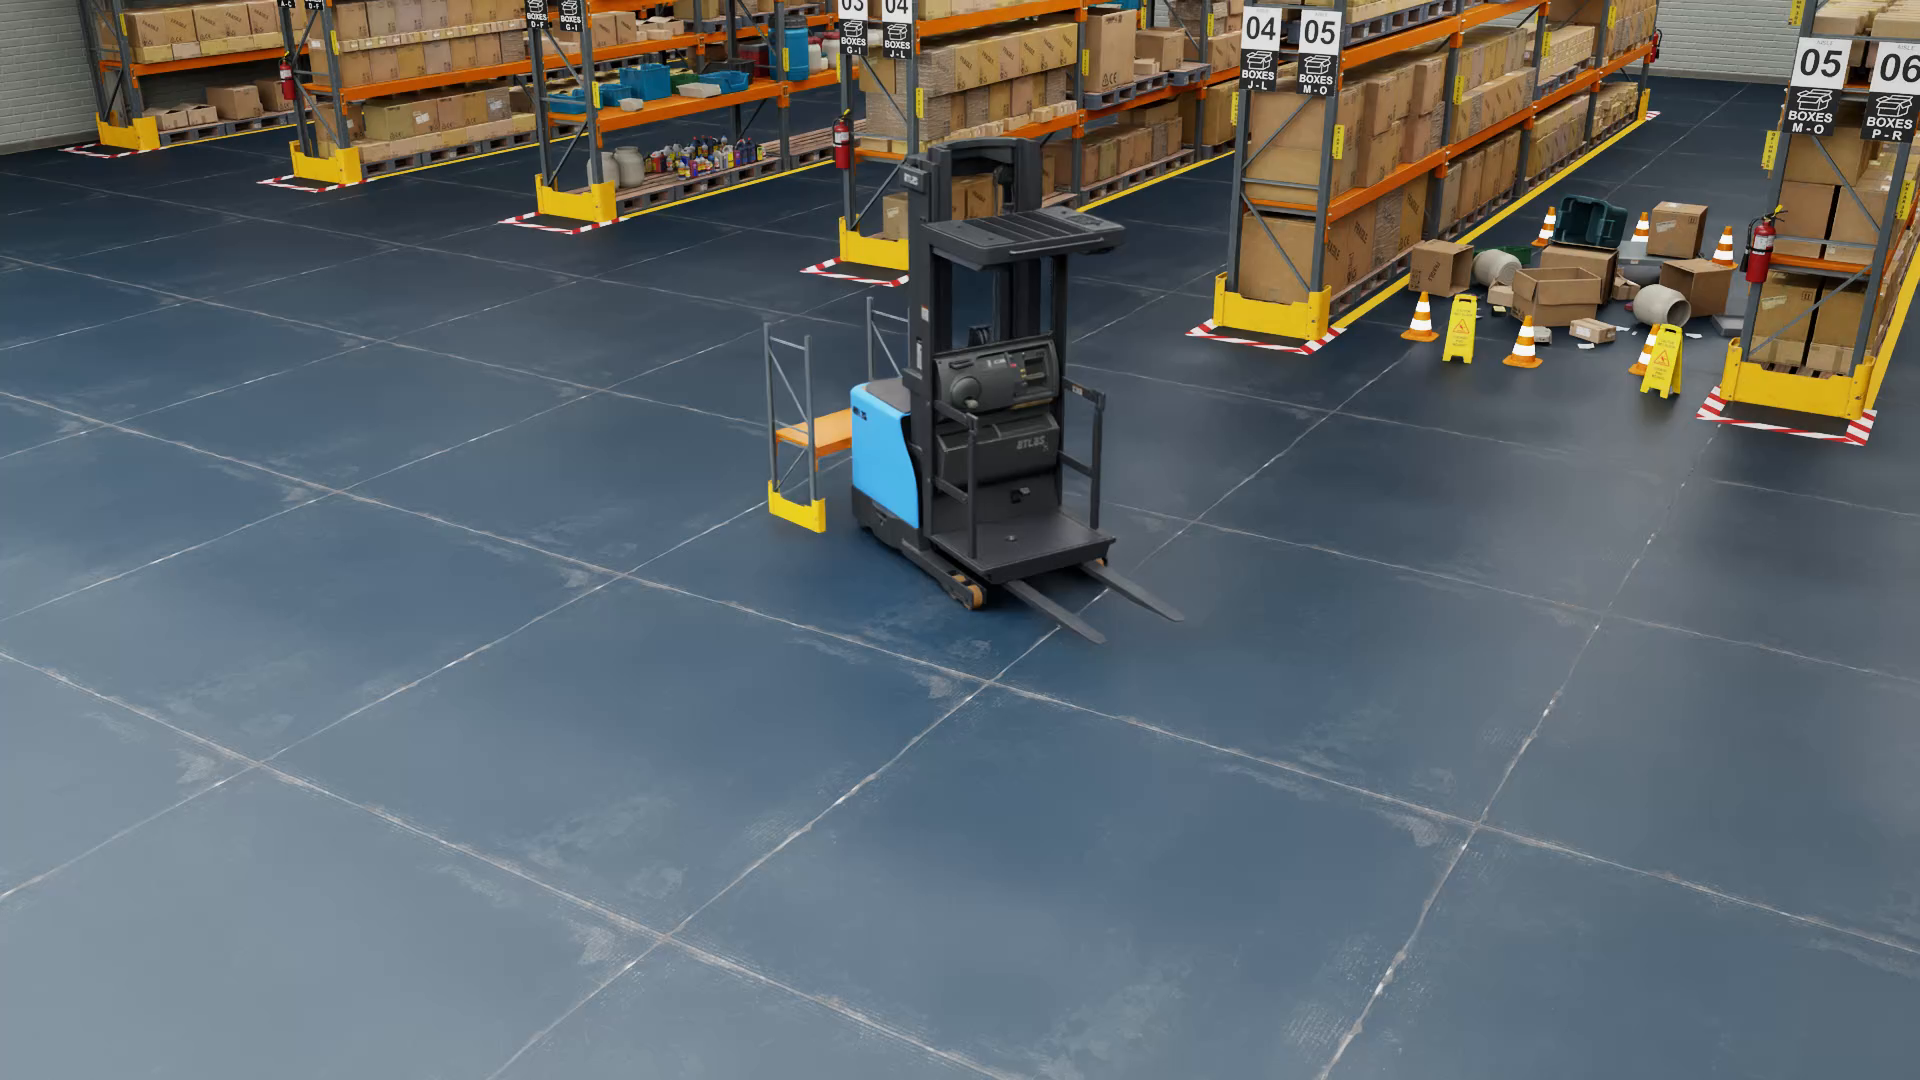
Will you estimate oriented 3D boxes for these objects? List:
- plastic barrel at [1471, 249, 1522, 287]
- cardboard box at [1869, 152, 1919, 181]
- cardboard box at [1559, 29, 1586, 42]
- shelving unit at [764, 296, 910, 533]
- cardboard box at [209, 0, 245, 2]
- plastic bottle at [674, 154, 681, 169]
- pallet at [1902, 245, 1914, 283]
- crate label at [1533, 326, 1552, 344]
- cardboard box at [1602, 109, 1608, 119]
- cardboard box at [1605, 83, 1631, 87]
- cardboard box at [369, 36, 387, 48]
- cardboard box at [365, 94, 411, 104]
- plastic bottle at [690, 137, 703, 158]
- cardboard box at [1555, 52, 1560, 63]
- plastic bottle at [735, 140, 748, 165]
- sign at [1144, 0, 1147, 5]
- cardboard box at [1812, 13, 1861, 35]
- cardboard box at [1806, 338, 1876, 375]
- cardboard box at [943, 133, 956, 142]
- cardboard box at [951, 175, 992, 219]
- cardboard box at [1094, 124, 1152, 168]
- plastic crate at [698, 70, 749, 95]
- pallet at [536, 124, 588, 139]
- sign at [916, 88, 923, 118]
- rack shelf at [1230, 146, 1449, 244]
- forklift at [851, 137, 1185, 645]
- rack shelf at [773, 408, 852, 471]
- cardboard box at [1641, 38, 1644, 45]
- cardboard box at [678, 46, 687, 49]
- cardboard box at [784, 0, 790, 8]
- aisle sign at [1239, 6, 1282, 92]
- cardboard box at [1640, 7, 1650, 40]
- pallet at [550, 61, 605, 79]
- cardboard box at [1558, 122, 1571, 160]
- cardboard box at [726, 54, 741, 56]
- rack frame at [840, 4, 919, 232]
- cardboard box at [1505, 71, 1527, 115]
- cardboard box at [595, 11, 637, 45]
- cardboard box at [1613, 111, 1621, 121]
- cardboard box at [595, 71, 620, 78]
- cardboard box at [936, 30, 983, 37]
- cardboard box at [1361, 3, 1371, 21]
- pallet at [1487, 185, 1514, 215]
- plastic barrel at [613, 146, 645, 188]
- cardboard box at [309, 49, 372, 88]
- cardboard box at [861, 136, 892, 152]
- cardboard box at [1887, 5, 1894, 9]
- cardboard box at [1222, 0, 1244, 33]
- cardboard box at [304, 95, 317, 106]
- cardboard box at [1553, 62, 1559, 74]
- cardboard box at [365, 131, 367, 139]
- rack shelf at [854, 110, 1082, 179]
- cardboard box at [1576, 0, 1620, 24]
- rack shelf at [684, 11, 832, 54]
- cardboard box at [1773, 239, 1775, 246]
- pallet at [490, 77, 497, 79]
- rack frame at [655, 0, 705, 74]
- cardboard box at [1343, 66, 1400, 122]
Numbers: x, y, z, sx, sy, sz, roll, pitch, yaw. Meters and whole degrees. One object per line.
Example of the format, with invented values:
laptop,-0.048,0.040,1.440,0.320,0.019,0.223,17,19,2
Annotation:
plastic barrel,6.053,-3.050,18.762,0.421,0.421,0.512,-7,24,-17
cardboard box,8.782,-3.388,15.801,0.500,0.500,0.500,13,27,28
cardboard box,9.243,-7.633,25.145,0.380,0.149,0.250,13,27,27
shelving unit,-0.881,-0.974,12.612,0.587,1.500,1.083,21,31,40
cardboard box,-12.406,-8.953,28.374,0.500,0.500,0.500,15,27,30
plastic bottle,-4.095,-5.500,24.147,0.097,0.201,0.097,0,23,0
pallet,10.659,-3.330,19.676,1.003,0.211,1.213,14,27,29
crate label,5.867,-2.081,16.885,0.250,0.136,0.298,1,23,2
cardboard box,10.496,-7.085,27.526,0.380,0.149,0.250,15,28,31
cardboard box,11.433,-7.839,28.894,0.380,0.149,0.250,14,27,30
cardboard box,-8.677,-7.341,24.491,0.380,0.149,0.250,14,27,29
cardboard box,-8.791,-6.596,25.699,0.500,0.500,0.500,14,27,29
plastic bottle,-3.898,-5.785,24.618,0.144,0.351,0.185,13,26,27
cardboard box,8.428,-6.973,23.995,0.380,0.149,0.250,14,27,29
plastic bottle,-3.216,-5.692,24.402,0.144,0.351,0.185,12,26,26
sign,3.785,-11.063,33.824,0.100,0.325,0.005,14,27,29
cardboard box,7.424,-4.386,14.143,0.380,0.149,0.250,14,27,29
cardboard box,8.157,-1.728,15.399,0.500,0.250,0.500,14,27,29
cardboard box,-0.277,-4.752,19.768,0.380,0.149,0.250,14,27,29
cardboard box,0.054,-4.329,21.092,0.500,0.500,0.500,17,29,34
cardboard box,2.386,-5.802,24.469,0.700,0.500,0.500,16,28,33
plastic crate,-3.373,-6.549,23.790,0.499,0.251,0.616,14,27,29
pallet,-6.871,-7.064,28.302,1.003,0.211,1.213,14,27,29
sign,-0.461,-4.943,18.804,0.100,0.325,0.005,14,27,29
rack shelf,4.293,-3.931,18.461,1.077,0.370,4.000,14,27,29
forklift,0.369,-1.087,11.072,1.130,2.935,3.031,-13,27,-28
rack shelf,-0.888,-0.807,12.678,0.538,0.185,1.000,21,31,40
cardboard box,11.583,-8.626,28.716,0.380,0.149,0.250,14,27,29
cardboard box,-6.468,-11.269,37.124,0.700,0.500,0.500,14,27,28
cardboard box,-3.755,-10.667,32.461,0.700,0.500,0.500,19,30,37
aisle sign,2.946,-4.818,16.332,0.394,0.787,0.004,14,27,29
cardboard box,11.383,-8.791,28.280,0.500,0.500,0.500,13,27,28
pallet,-8.203,-9.855,34.748,1.003,0.211,1.213,14,27,29
cardboard box,8.846,-6.034,25.031,0.500,0.500,0.500,13,27,28
cardboard box,-4.278,-9.210,32.341,0.500,0.500,0.500,13,26,27
rack frame,-0.922,-4.660,19.238,1.000,3.000,0.127,14,27,29
cardboard box,7.184,-5.956,22.106,0.500,0.500,0.500,14,27,29
cardboard box,-5.988,-8.913,28.938,0.500,0.500,0.500,12,26,26
cardboard box,10.954,-7.197,28.159,0.380,0.149,0.250,14,27,30
cardboard box,-6.183,-8.159,29.549,0.500,0.311,0.500,13,27,28
cardboard box,-0.047,-6.044,20.676,0.500,0.500,0.500,14,27,29
cardboard box,3.825,-5.221,16.420,0.380,0.149,0.250,14,27,29
pallet,6.978,-4.756,22.971,1.003,0.211,1.213,14,27,29
plastic barrel,-4.584,-5.156,22.988,0.421,0.512,0.421,0,23,0
cardboard box,-9.079,-6.938,24.375,0.700,0.500,0.500,14,27,29
cardboard box,-0.947,-4.684,19.610,0.380,0.149,0.250,14,27,29
cardboard box,8.878,-5.110,16.317,0.500,0.250,0.500,14,27,29
cardboard box,4.043,-8.329,26.325,0.797,0.503,0.637,15,27,30
cardboard box,-11.694,-7.839,29.594,0.380,0.166,0.250,10,25,22
cardboard box,8.428,-6.836,24.053,0.380,0.149,0.250,15,28,31
cardboard box,-9.051,-6.082,25.456,0.500,0.250,0.500,14,27,29
rack shelf,0.133,-5.005,20.940,1.077,0.370,4.000,14,27,29
cardboard box,10.013,-8.379,26.070,0.500,0.500,0.500,15,27,30
rack shelf,-4.062,-9.782,31.976,1.077,0.370,4.000,14,27,29
cardboard box,7.552,-2.748,15.137,0.380,0.149,0.250,14,27,28
pallet,-9.740,-8.931,32.614,1.003,0.211,1.213,14,27,29
rack frame,-5.117,-9.437,30.274,1.000,3.000,0.127,14,27,29
cardboard box,4.258,-4.839,18.105,0.875,0.550,0.500,14,27,29
